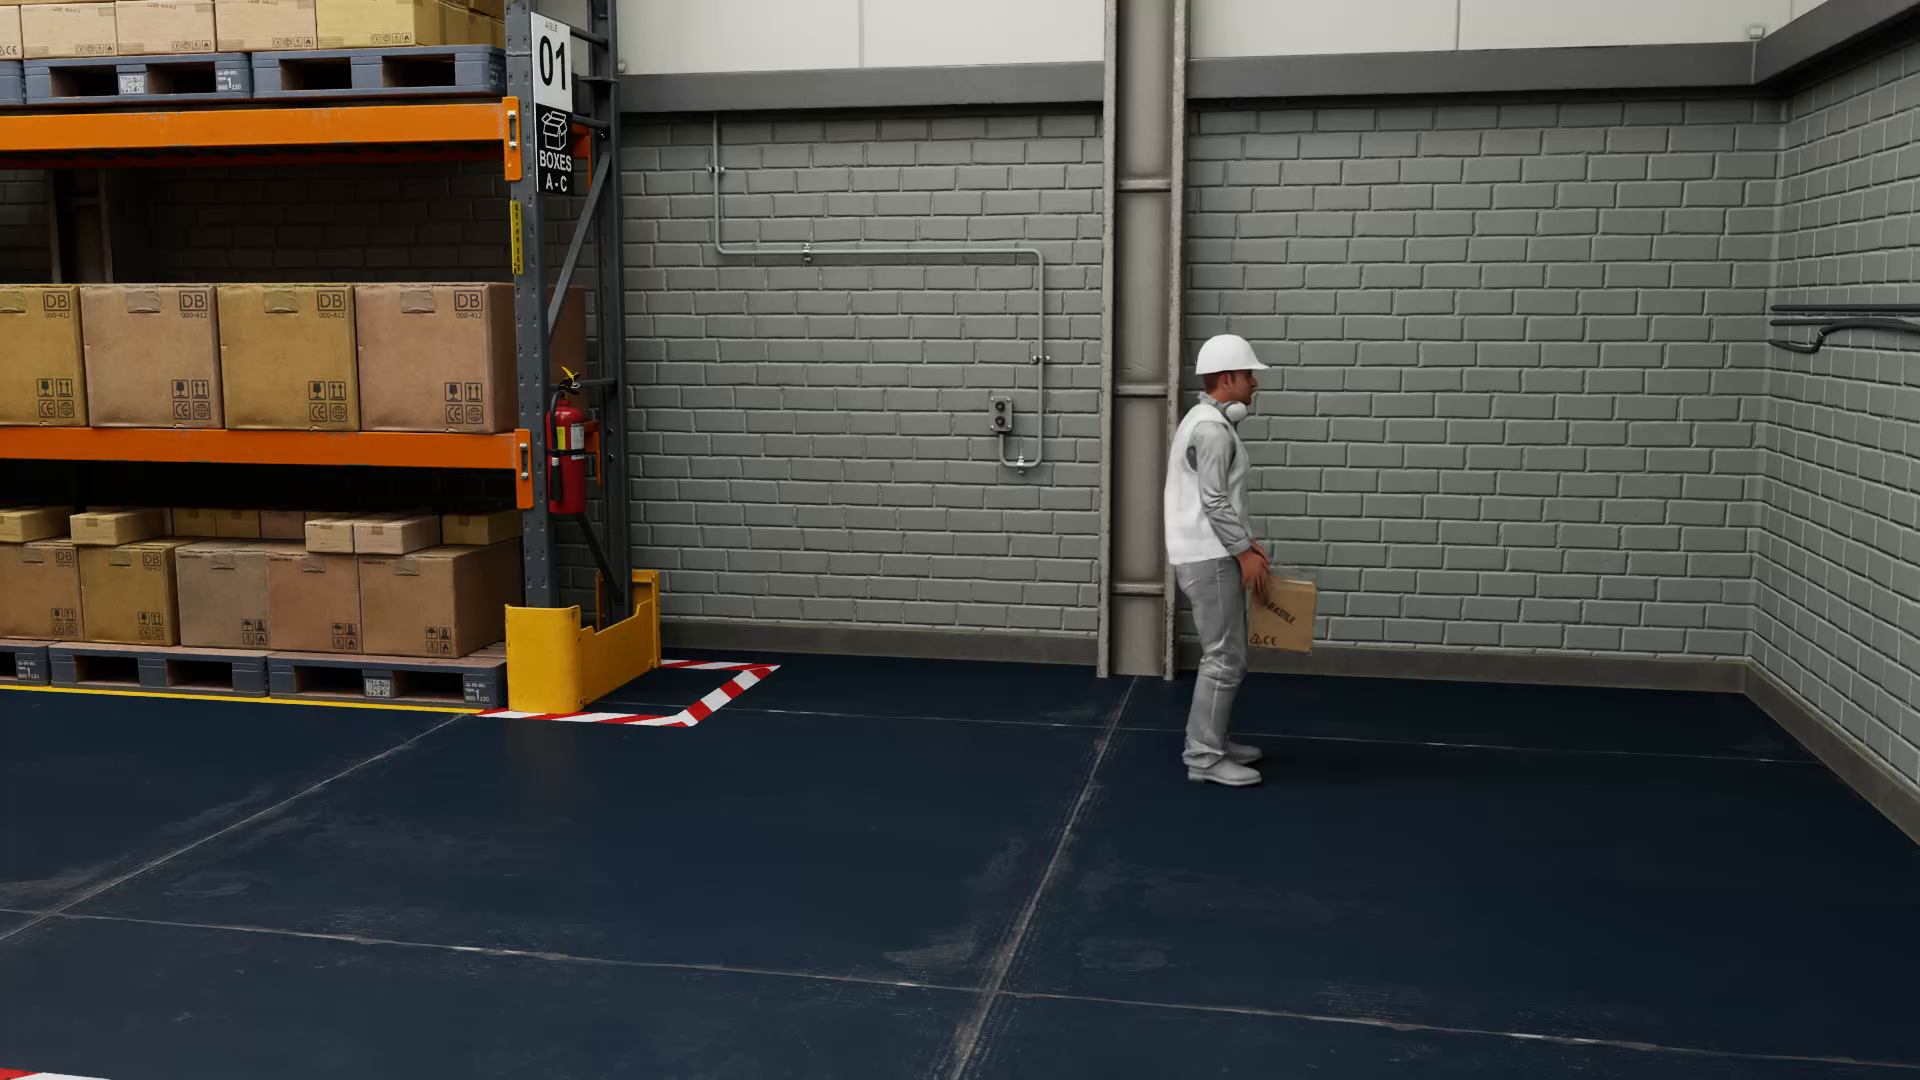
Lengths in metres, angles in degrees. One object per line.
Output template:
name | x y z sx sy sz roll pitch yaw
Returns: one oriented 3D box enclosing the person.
person | 1.039 0.064 6.730 0.435 1.778 0.553 1 8 10
